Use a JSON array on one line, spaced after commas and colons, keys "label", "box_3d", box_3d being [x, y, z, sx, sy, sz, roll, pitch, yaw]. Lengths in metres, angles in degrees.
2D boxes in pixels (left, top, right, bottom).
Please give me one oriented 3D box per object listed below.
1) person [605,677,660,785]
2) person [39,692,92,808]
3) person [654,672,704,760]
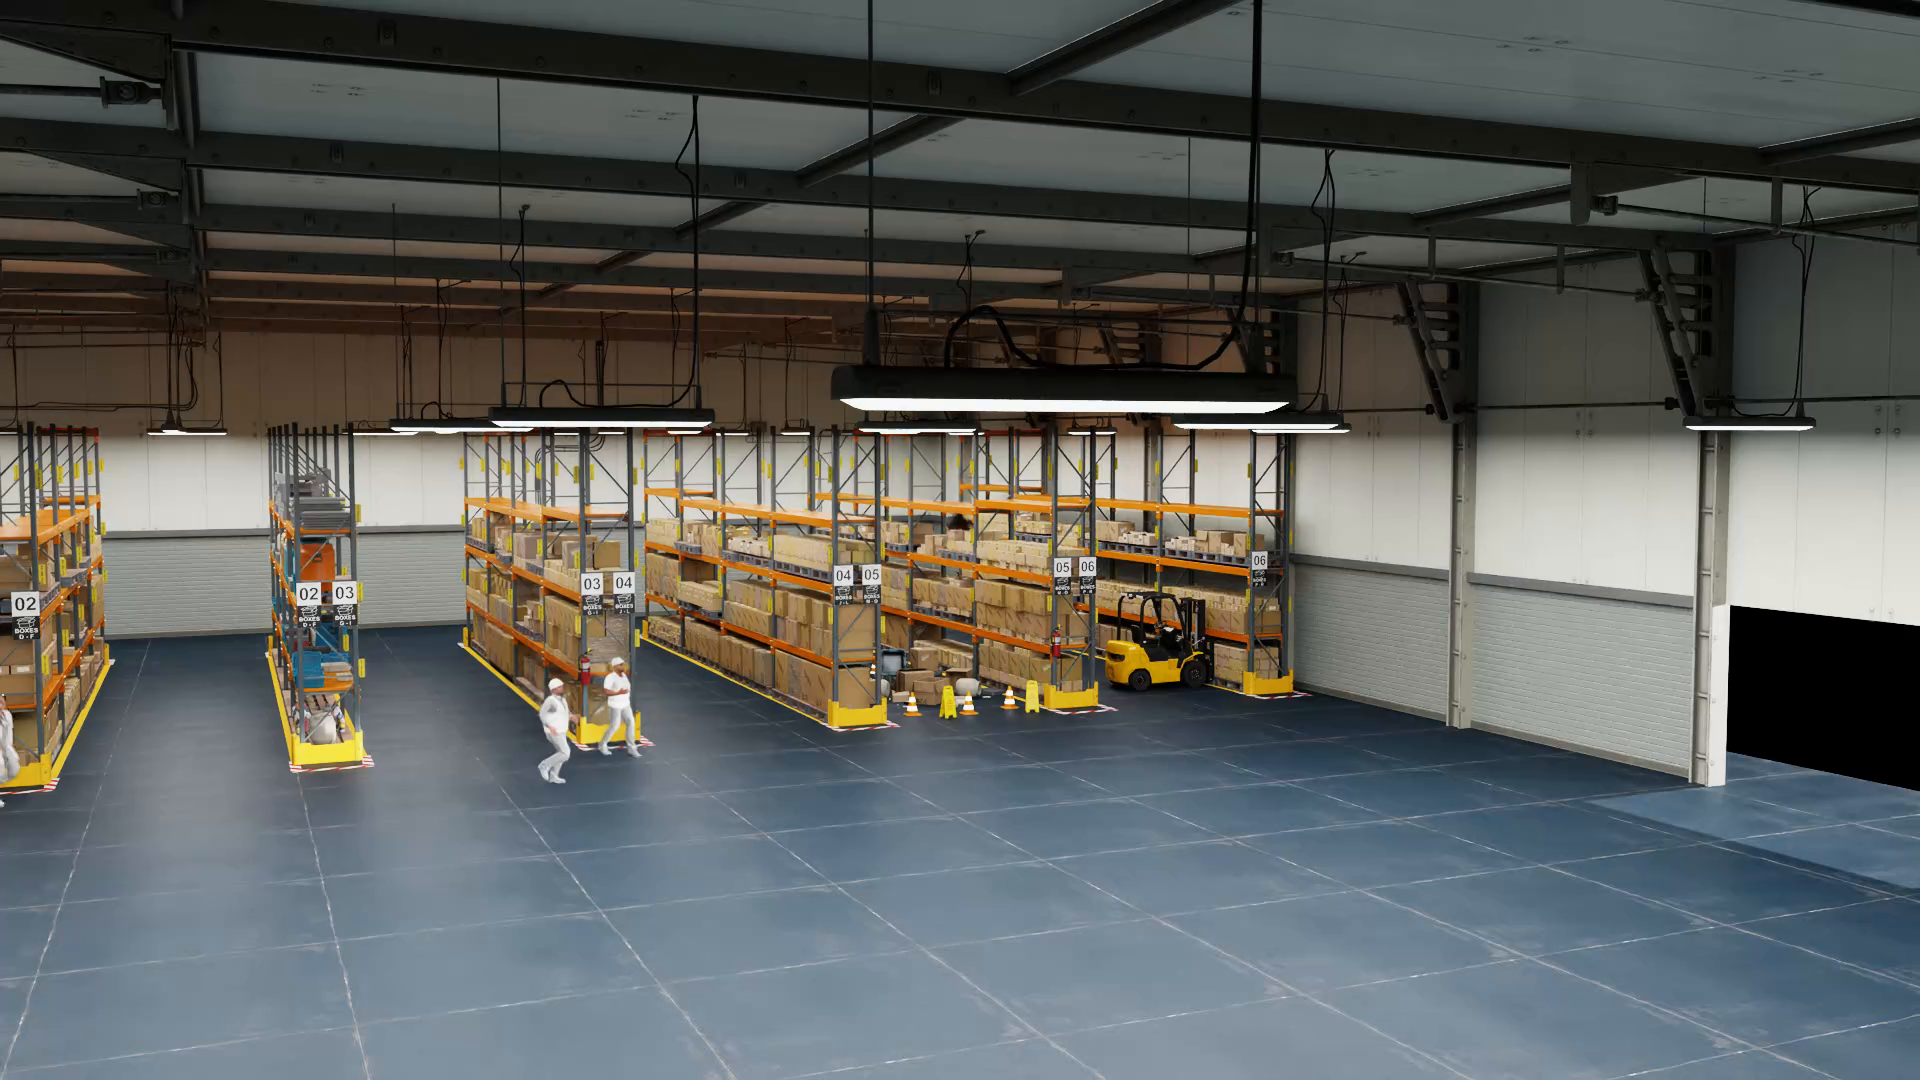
[{"label": "person", "box_3d": [-5.428, 3.164, 27.500, 0.882, 1.799, 0.659, 1, 4, 10]}, {"label": "person", "box_3d": [-13.888, 3.271, 25.904, 0.726, 1.814, 0.717, 1, 4, 10]}, {"label": "person", "box_3d": [-5.000, 3.130, 29.688, 0.991, 1.599, 0.712, 1, 4, 18]}]
